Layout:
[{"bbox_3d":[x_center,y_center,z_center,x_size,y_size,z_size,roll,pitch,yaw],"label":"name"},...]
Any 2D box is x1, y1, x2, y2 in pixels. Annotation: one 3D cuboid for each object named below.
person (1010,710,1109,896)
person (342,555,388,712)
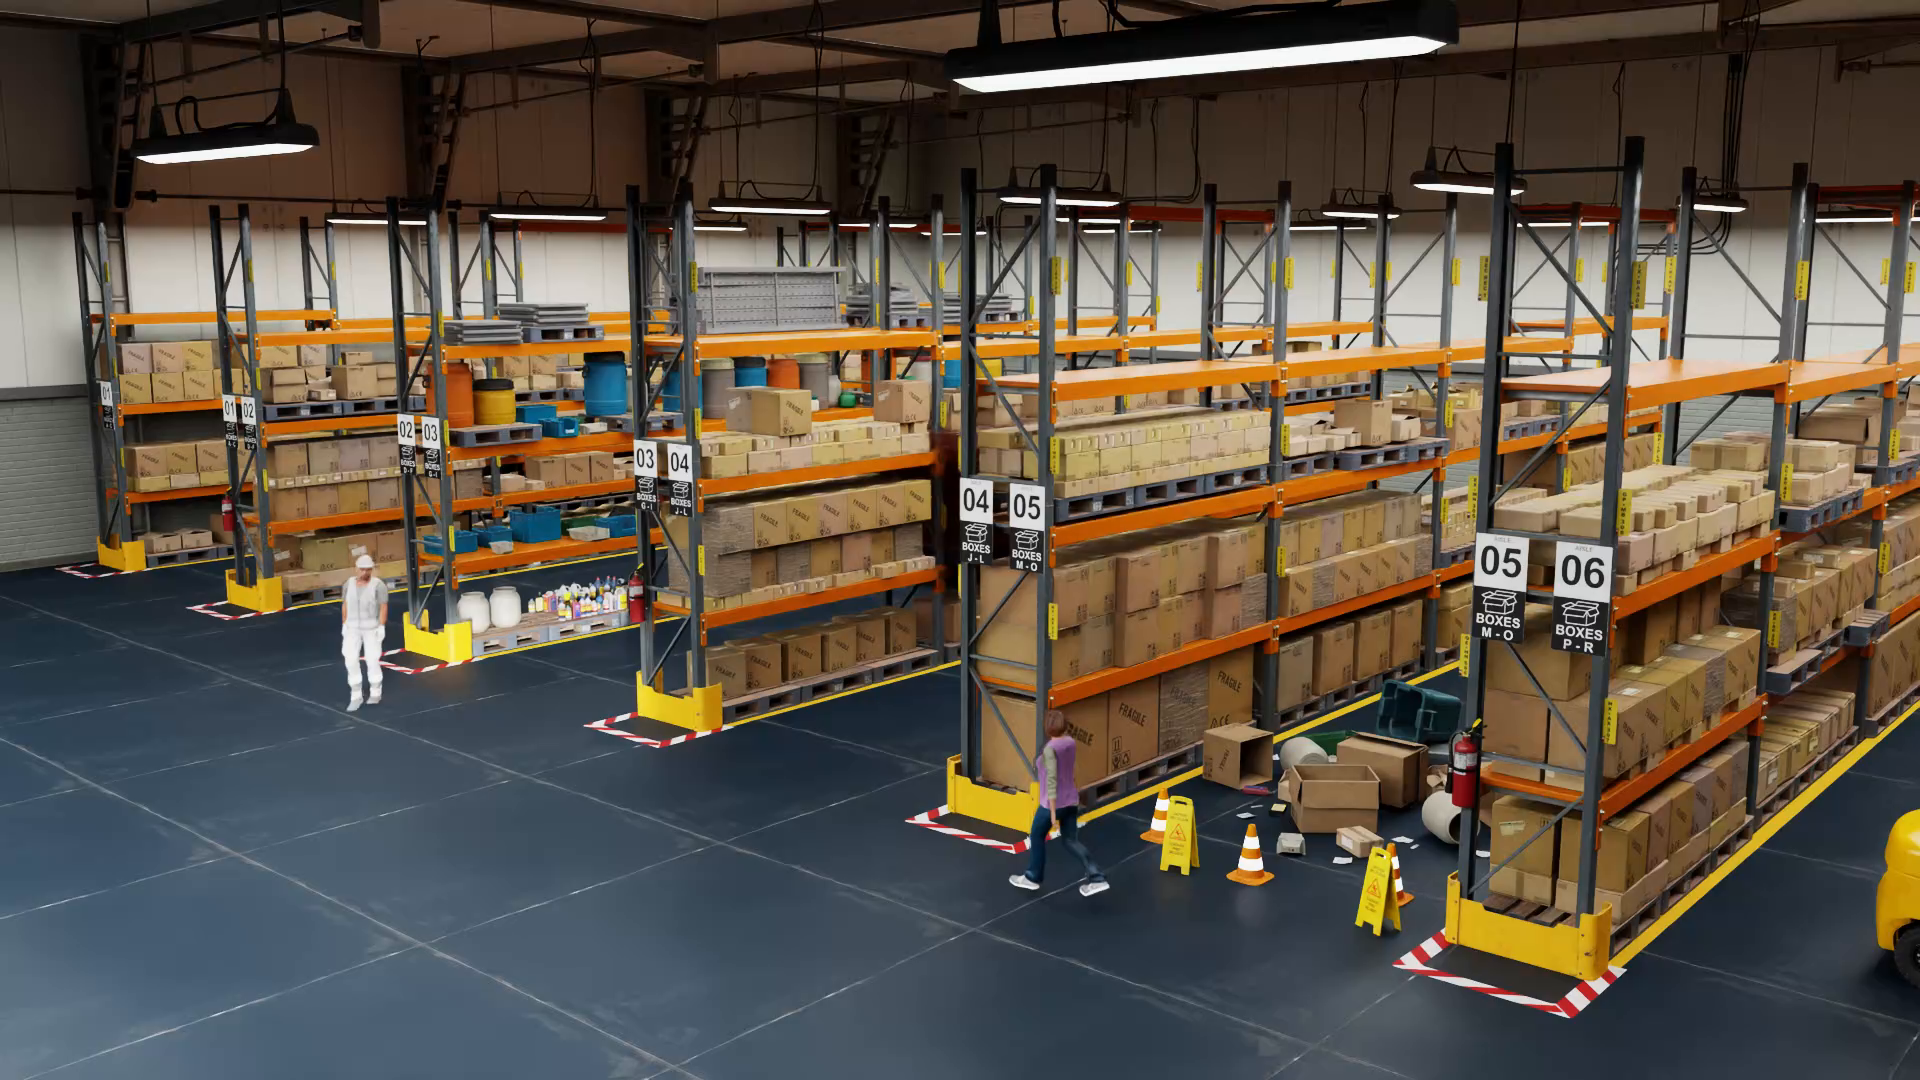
[{"bbox_3d":[0.821,2.153,13.600,0.914,1.546,0.484,7,12,38],"label":"person"},{"bbox_3d":[-6.985,1.094,19.454,0.570,1.846,0.509,-1,9,-4],"label":"person"}]
